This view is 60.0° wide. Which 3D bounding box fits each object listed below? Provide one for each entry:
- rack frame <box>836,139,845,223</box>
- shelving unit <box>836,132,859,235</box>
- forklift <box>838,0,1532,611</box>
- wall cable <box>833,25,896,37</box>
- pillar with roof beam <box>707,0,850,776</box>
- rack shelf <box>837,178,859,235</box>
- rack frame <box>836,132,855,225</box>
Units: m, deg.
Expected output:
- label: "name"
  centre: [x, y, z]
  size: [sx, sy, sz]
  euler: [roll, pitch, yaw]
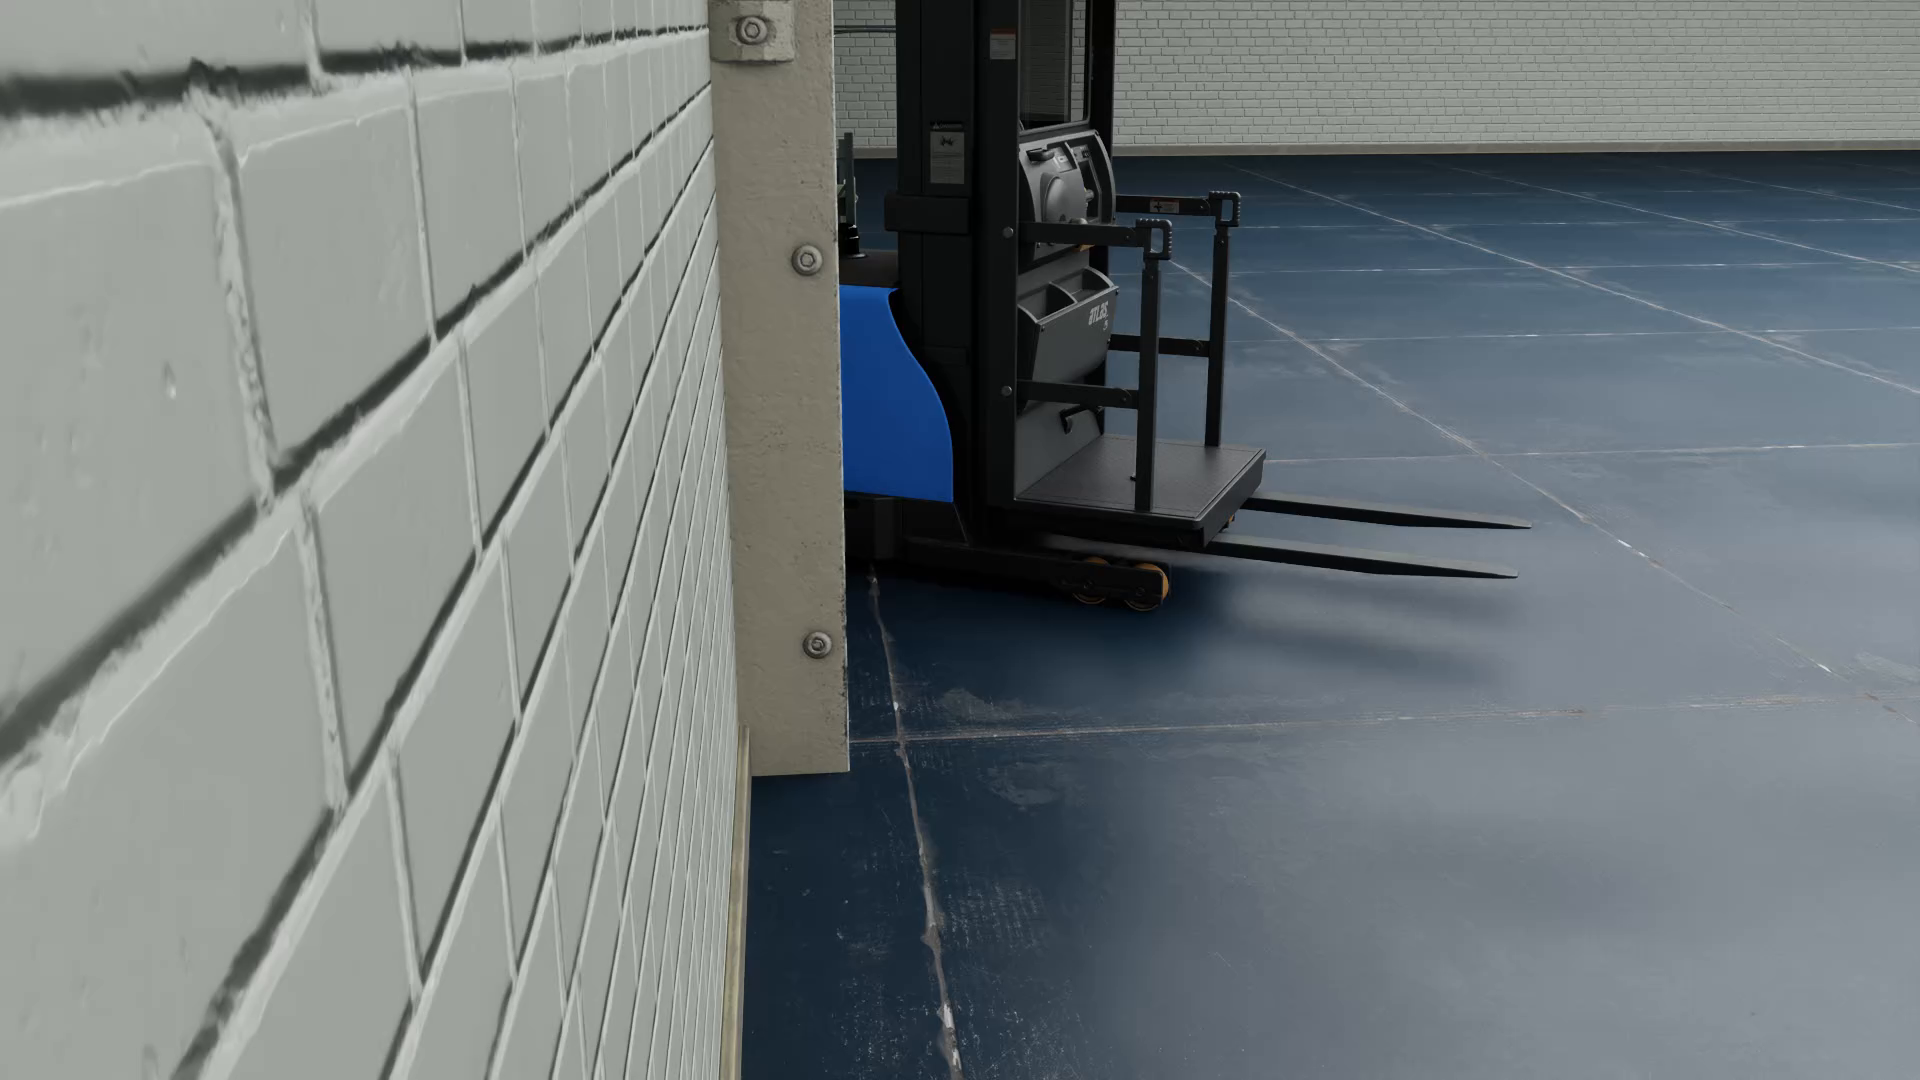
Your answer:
- label: "rack frame"
  centre: [-0.692, -1.021, 7.439]
  size: [0.400, 1.500, 0.023]
  euler: [-2, 12, -6]
- label: "shelving unit"
  centre: [-0.654, -0.948, 7.082]
  size: [0.431, 1.500, 0.755]
  euler: [-2, 12, -6]
- label: "forklift"
  centre: [0.583, -1.327, 6.011]
  size: [3.031, 2.935, 1.130]
  euler: [7, 19, 21]
- label: "wall cable"
  centre: [-1.327, -8.503, 23.923]
  size: [3.097, 2.526, 0.112]
  euler: [-2, 18, -6]
- label: "pillar with roof beam"
  centre: [3.801, -3.836, 3.874]
  size: [9.100, 9.000, 0.400]
  euler: [-2, 18, -6]
- label: "rack shelf"
  centre: [-0.658, -1.331, 7.004]
  size: [0.431, 0.370, 0.720]
  euler: [-2, 12, -6]
- label: "rack frame"
  centre: [-0.617, -0.875, 6.726]
  size: [0.400, 1.500, 0.023]
  euler: [-2, 12, -6]
